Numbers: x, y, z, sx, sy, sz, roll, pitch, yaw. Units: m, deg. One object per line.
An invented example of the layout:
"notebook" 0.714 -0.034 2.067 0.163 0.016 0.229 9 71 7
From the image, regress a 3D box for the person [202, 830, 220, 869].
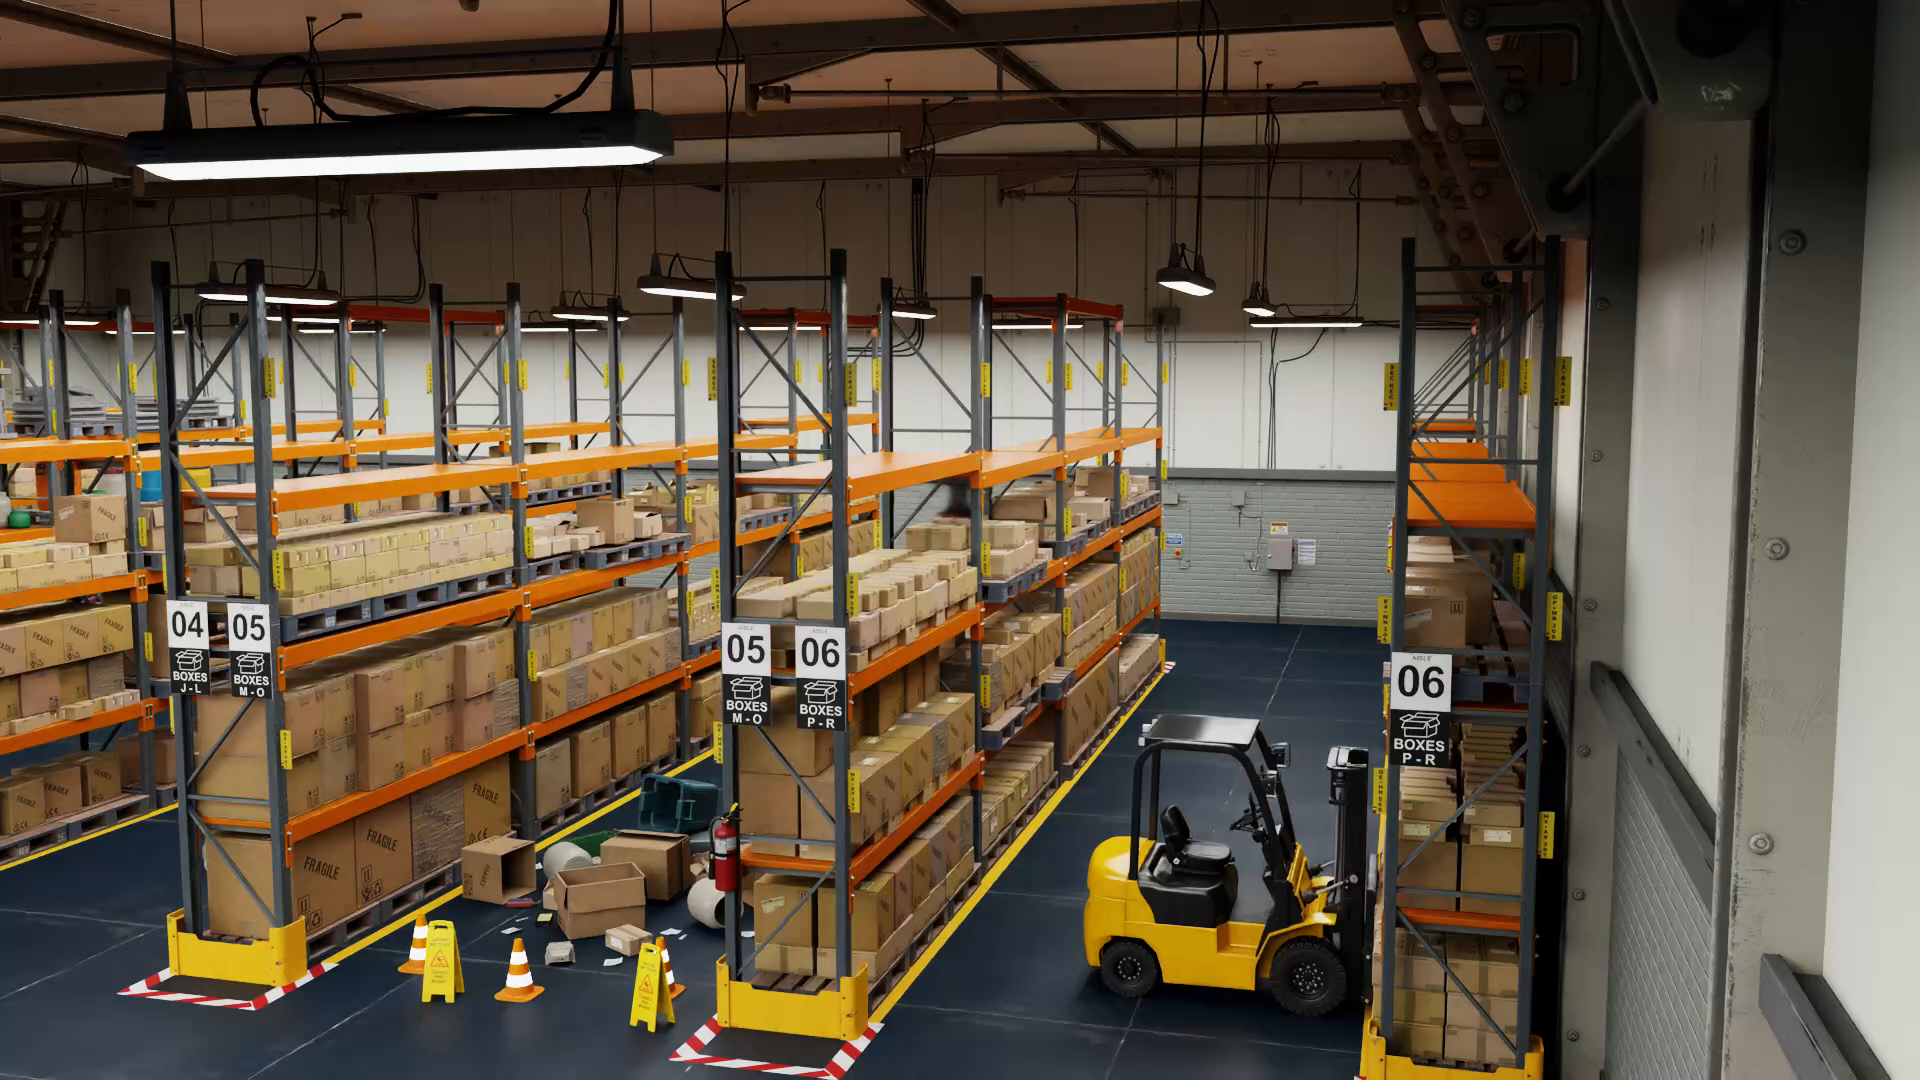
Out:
"person" -7.617 2.576 17.228 0.511 1.681 0.388 -5 8 -39
